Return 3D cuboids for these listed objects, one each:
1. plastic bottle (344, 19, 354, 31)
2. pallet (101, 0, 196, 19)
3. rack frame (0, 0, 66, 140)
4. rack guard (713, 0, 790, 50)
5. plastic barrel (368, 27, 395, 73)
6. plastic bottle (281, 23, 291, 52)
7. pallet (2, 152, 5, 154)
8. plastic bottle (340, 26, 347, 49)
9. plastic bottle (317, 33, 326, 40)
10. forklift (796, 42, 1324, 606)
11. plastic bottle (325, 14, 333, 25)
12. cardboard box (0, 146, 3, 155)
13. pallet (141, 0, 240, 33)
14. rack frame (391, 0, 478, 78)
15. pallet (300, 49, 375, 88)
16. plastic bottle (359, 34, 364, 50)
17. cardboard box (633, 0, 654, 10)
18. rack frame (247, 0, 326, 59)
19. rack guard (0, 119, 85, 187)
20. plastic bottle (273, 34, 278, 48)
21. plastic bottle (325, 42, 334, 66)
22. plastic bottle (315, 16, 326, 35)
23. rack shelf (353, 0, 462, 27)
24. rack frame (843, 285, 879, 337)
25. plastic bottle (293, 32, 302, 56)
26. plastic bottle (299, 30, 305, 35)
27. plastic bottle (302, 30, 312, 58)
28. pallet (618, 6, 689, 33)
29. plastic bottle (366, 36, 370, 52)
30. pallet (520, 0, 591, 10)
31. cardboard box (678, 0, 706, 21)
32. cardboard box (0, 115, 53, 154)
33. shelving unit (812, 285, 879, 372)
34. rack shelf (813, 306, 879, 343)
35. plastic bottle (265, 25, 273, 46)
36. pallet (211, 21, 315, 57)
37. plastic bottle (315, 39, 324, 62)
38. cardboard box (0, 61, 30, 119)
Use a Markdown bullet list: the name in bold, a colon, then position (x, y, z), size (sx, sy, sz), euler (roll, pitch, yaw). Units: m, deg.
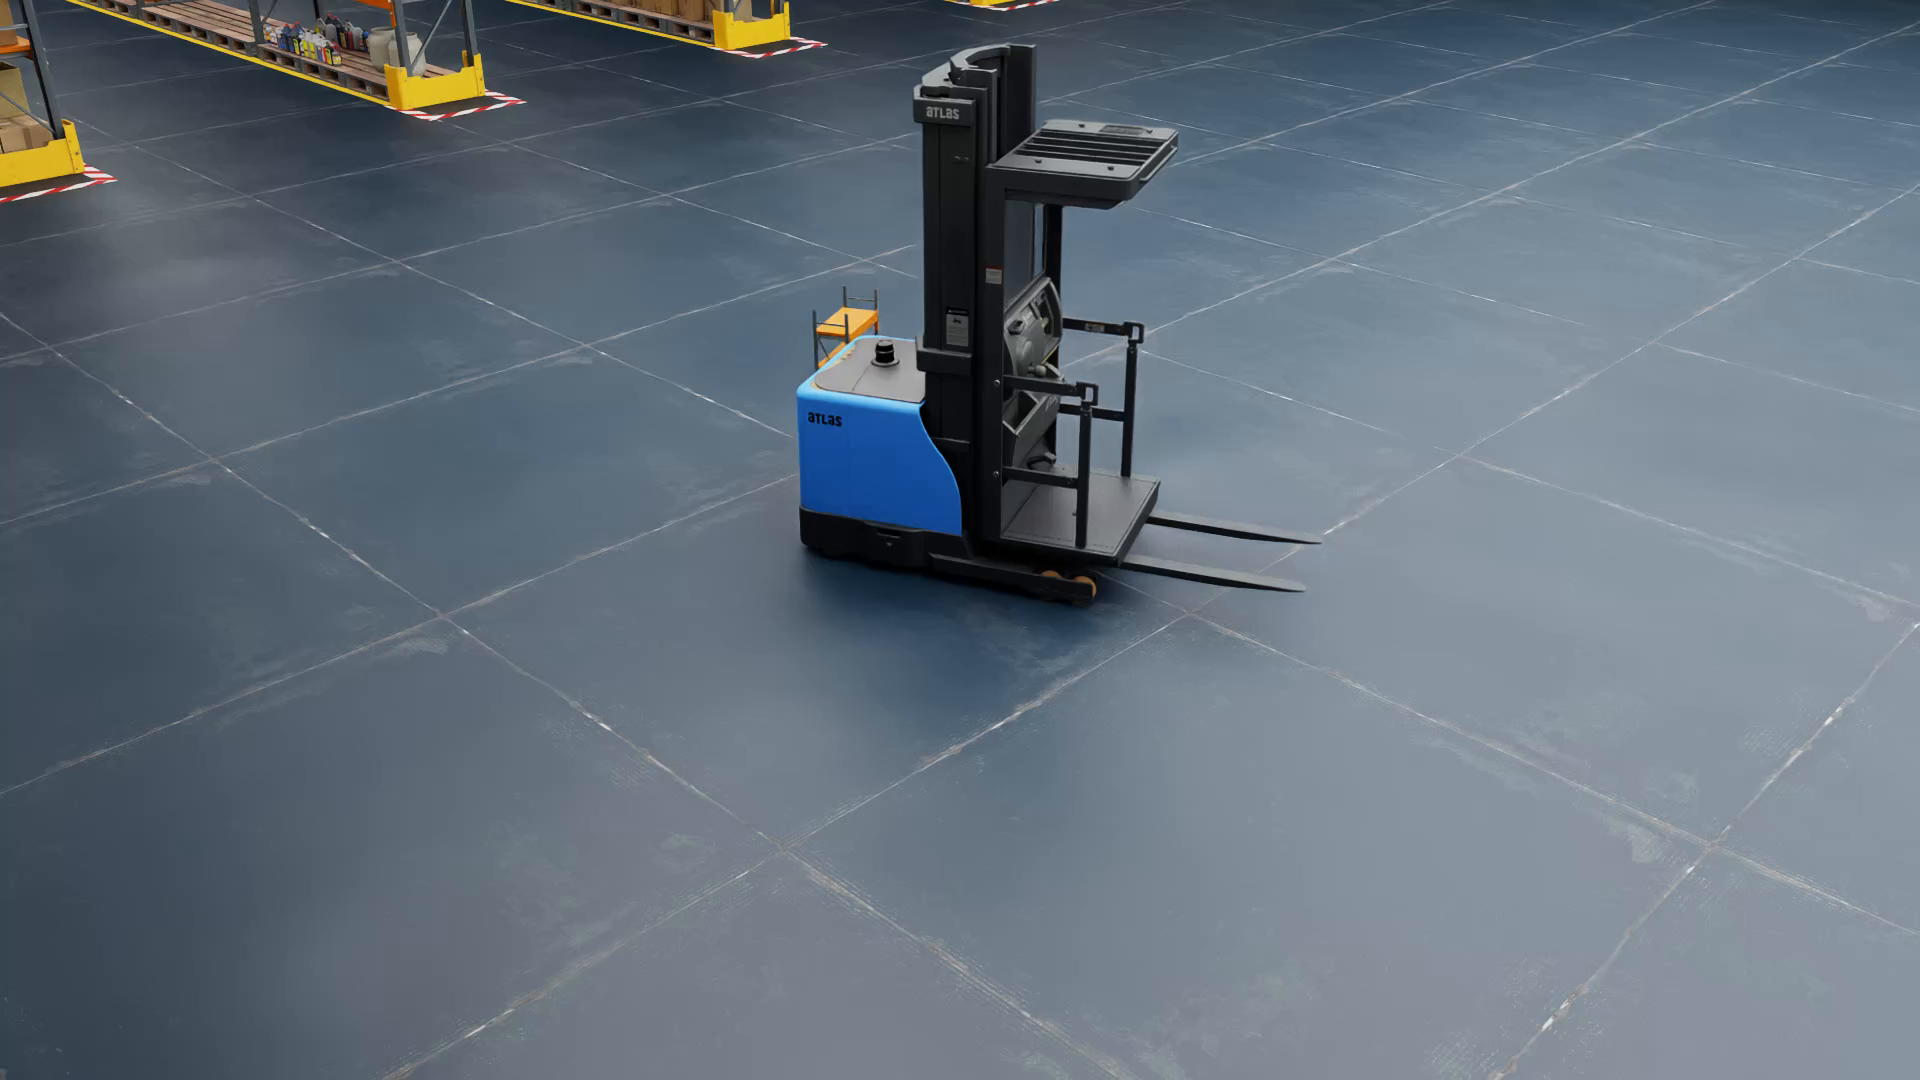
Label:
- **plastic bottle**: position (-8.200, -6.816, 22.362), size (0.185, 0.351, 0.144), euler (24, 36, 38)
- **pallet**: position (-12.673, -8.390, 25.980), size (1.213, 0.211, 1.003), euler (25, 36, 38)
- **rack frame**: position (-9.852, -5.128, 16.780), size (0.127, 3.000, 1.000), euler (25, 36, 38)
- **rack guard**: position (-2.958, -7.333, 23.658), size (0.348, 0.500, 1.175), euler (25, 36, 38)
- **plastic barrel**: position (-7.257, -6.208, 21.056), size (0.421, 0.512, 0.421), euler (0, 28, 0)
- **plastic bottle**: position (-8.944, -6.697, 22.137), size (0.144, 0.351, 0.185), euler (-24, 36, -38)
- **pallet**: position (-10.427, -4.130, 17.877), size (1.213, 0.211, 1.003), euler (25, 36, 38)
- **plastic bottle**: position (-8.254, -6.743, 22.297), size (0.133, 0.283, 0.061), euler (25, 36, 38)
- **plastic bottle**: position (-8.421, -6.521, 21.882), size (0.135, 0.276, 0.152), euler (25, 36, 38)
- **forklift**: position (0.603, -1.200, 9.383), size (3.031, 2.935, 1.130), euler (10, 29, 17)
- **plastic bottle**: position (-8.568, -6.984, 22.682), size (0.185, 0.351, 0.144), euler (23, 36, 37)
- **cardboard box**: position (-10.442, -4.174, 17.468), size (0.500, 0.250, 0.500), euler (25, 36, 38)
- **pallet**: position (-11.556, -7.881, 25.011), size (1.213, 0.211, 1.003), euler (25, 36, 38)
- **rack frame**: position (-6.377, -6.771, 19.903), size (0.127, 3.000, 1.000), euler (25, 36, 38)
- **pallet**: position (-7.905, -6.211, 21.834), size (1.213, 0.211, 1.003), euler (25, 36, 38)
- **plastic bottle**: position (-7.984, -6.666, 22.238), size (0.097, 0.201, 0.097), euler (0, 28, 0)
- **cardboard box**: position (-4.588, -8.294, 25.036), size (0.500, 0.500, 0.500), euler (21, 34, 34)
- **rack frame**: position (-9.229, -8.076, 22.386), size (0.127, 3.000, 1.000), euler (25, 36, 38)
- **rack guard**: position (-9.835, -4.014, 17.346), size (0.348, 0.500, 1.175), euler (25, 36, 38)
- **plastic bottle**: position (-9.164, -6.716, 22.334), size (0.097, 0.201, 0.097), euler (0, 28, 0)
- **plastic bottle**: position (-8.090, -6.249, 21.357), size (0.061, 0.283, 0.133), euler (-24, 36, -38)
- **plastic bottle**: position (-8.669, -6.936, 22.591), size (0.185, 0.351, 0.144), euler (25, 36, 38)
- **rack shelf**: position (-7.803, -7.105, 21.312), size (4.000, 0.370, 1.077), euler (25, 36, 38)
- **rack frame**: position (-0.648, -1.106, 11.065), size (0.240, 1.200, 0.015), euler (9, 29, 17)
- **plastic bottle**: position (-8.721, -6.538, 21.907), size (0.061, 0.283, 0.133), euler (-23, 36, -37)
- **plastic bottle**: position (-8.756, -6.655, 22.142), size (0.097, 0.271, 0.097), euler (0, 28, 0)
- **plastic bottle**: position (-8.506, -6.497, 21.756), size (0.185, 0.351, 0.144), euler (24, 36, 38)
- **pallet**: position (-4.379, -7.880, 25.009), size (1.213, 0.211, 1.003), euler (25, 36, 38)
- **plastic bottle**: position (-7.837, -6.599, 22.110), size (0.097, 0.201, 0.097), euler (0, 28, 0)
- **pallet**: position (-6.313, -8.739, 26.643), size (1.213, 0.211, 1.003), euler (25, 36, 38)
- **cardboard box**: position (-3.788, -7.887, 24.261), size (0.500, 0.500, 0.500), euler (-15, 31, -27)
- **cardboard box**: position (-10.078, -4.346, 17.795), size (0.500, 0.250, 0.500), euler (25, 36, 38)
- **shelving unit**: position (-0.729, -0.999, 10.861), size (0.258, 1.200, 0.503), euler (9, 29, 17)
- **rack shelf**: position (-0.729, -1.347, 10.678), size (0.258, 0.148, 0.480), euler (9, 29, 17)
- **plastic bottle**: position (-9.309, -6.814, 22.444), size (0.097, 0.271, 0.097), euler (0, 28, 0)
- **pallet**: position (-9.816, -7.085, 23.497), size (1.213, 0.211, 1.003), euler (25, 36, 38)
- **plastic bottle**: position (-8.253, -6.350, 21.558), size (0.135, 0.276, 0.152), euler (23, 36, 37)
- **cardboard box**: position (-10.436, -4.840, 17.929), size (0.500, 0.500, 0.500), euler (25, 36, 38)
